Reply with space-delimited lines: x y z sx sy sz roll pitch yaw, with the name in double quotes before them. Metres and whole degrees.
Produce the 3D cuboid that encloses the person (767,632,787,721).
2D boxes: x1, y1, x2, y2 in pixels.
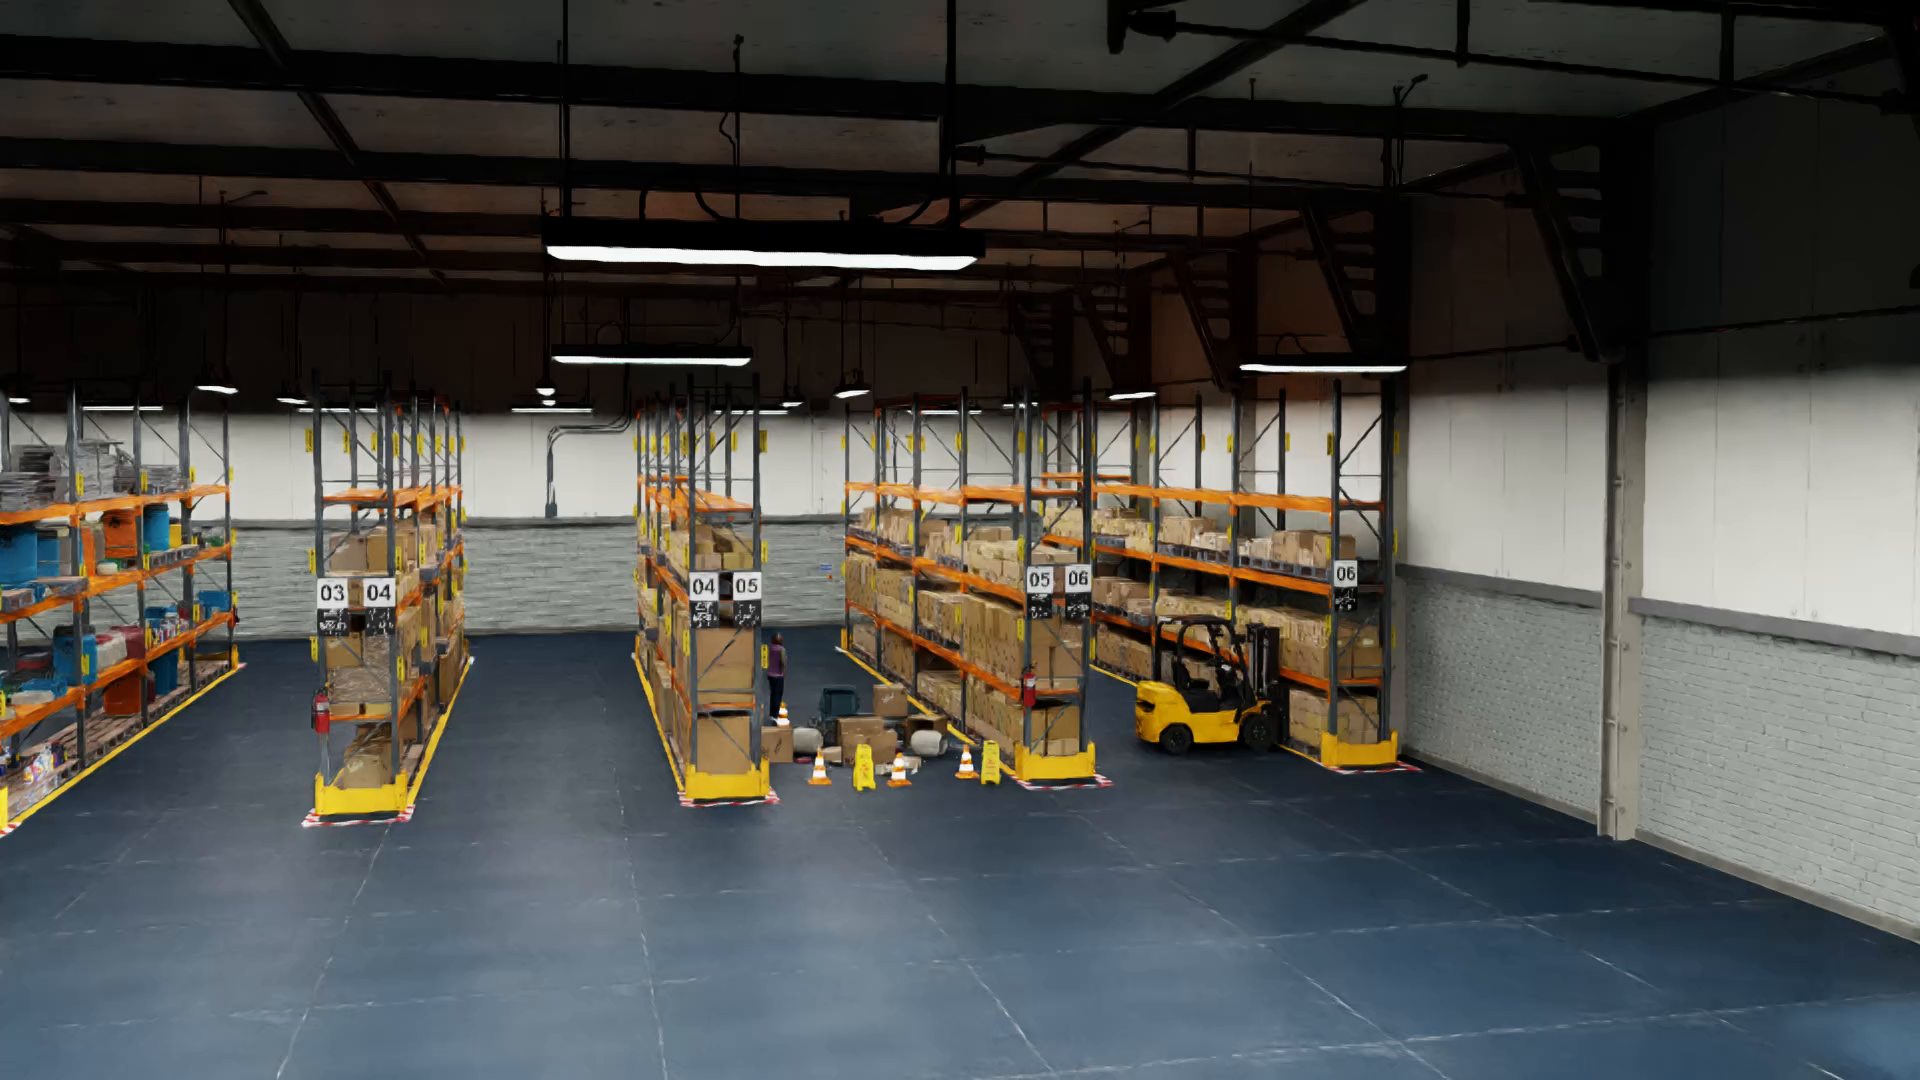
"person" -3.271 2.464 29.951 0.468 1.597 0.405 3 5 45
